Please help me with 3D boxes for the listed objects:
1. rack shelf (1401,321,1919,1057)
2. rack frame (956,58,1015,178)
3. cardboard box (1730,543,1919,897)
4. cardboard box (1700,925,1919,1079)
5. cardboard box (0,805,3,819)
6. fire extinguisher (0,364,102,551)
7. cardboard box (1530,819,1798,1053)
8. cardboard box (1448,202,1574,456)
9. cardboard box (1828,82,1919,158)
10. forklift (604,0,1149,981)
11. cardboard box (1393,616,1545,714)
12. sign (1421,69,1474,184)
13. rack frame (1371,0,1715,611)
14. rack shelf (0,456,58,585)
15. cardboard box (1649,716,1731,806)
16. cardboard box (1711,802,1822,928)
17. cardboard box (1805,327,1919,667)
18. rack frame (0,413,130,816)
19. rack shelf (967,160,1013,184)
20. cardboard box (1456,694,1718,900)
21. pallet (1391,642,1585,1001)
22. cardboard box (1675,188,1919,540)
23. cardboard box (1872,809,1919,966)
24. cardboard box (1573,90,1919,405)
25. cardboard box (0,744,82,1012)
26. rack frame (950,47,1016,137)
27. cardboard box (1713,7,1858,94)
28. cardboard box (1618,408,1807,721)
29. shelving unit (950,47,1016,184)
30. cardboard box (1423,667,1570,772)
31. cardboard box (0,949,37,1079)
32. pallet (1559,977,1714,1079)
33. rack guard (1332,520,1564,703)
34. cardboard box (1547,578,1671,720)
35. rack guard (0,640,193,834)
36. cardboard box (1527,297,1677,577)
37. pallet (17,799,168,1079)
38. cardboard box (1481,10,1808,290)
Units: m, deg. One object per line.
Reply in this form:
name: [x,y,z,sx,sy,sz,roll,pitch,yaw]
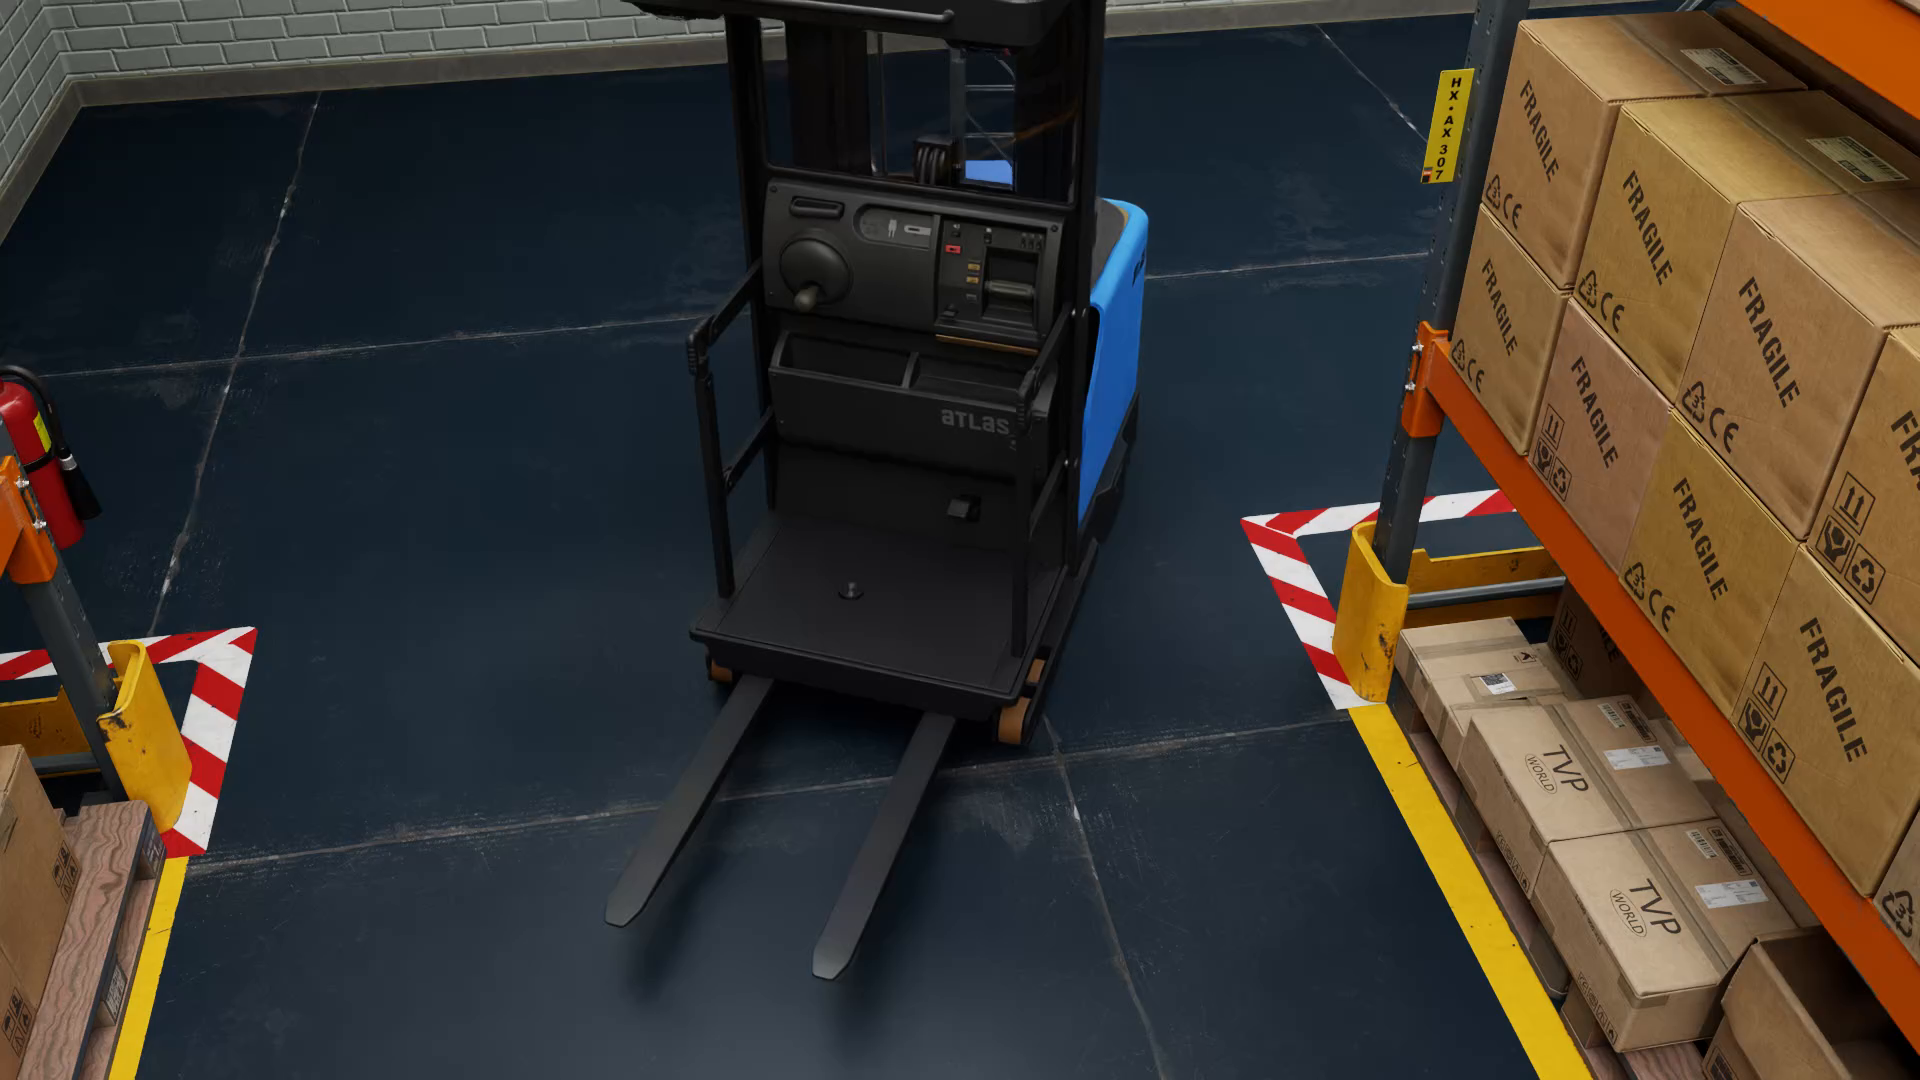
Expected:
rack shelf: [2.222,0.645,3.561,1.077,0.370,4.000,-6,38,-8]
rack frame: [0.234,-1.158,6.519,0.500,1.500,0.032,-1,38,-1]
cardboard box: [1.956,0.326,3.304,0.500,0.500,0.500,-6,38,-7]
cardboard box: [2.238,1.247,3.877,0.797,0.503,0.637,-6,38,-8]
cardboard box: [-2.582,0.723,4.041,0.380,0.149,0.250,-7,38,-8]
fire extinguisher: [-2.577,-0.275,4.526,0.296,0.674,0.183,-6,38,-8]
cardboard box: [1.863,1.028,4.365,0.500,0.250,0.500,-6,38,-8]
cardboard box: [1.690,-0.590,4.483,0.500,0.500,0.500,-5,38,-7]
cardboard box: [2.310,-0.737,3.858,0.500,0.500,0.500,-5,38,-7]
forklift: [-0.212,-0.766,4.847,1.130,2.935,3.031,11,39,13]
cardboard box: [1.606,0.395,5.262,0.380,0.149,0.250,-6,38,-8]
sign: [1.337,-1.131,4.555,0.100,0.325,0.005,-6,38,-8]
rack frame: [1.871,-0.847,4.896,1.000,3.000,0.127,-6,38,-8]
rack shelf: [-2.654,1.180,2.873,1.077,0.370,4.000,-6,38,-8]
cardboard box: [2.192,0.654,4.914,0.380,0.166,0.250,-6,38,-8]
cardboard box: [2.346,0.944,4.473,0.500,0.250,0.500,-6,38,-8]
cardboard box: [1.962,-0.061,2.987,0.500,0.500,0.500,-7,38,-8]
rack frame: [-3.005,-0.312,4.207,1.000,3.000,0.127,-6,38,-8]
rack shelf: [0.222,-1.328,7.030,0.538,0.185,1.000,-1,38,-1]
cardboard box: [1.775,0.726,4.753,0.500,0.250,0.500,-6,38,-8]
pallet: [2.025,0.781,5.072,1.003,0.211,1.213,-6,38,-8]
cardboard box: [1.872,-0.368,3.382,0.500,0.500,0.500,-6,38,-7]
cardboard box: [2.048,0.634,2.908,0.500,0.500,0.500,-5,38,-7]
cardboard box: [1.789,-0.670,3.771,0.500,0.500,0.500,-6,38,-7]
cardboard box: [-2.784,0.921,4.315,0.700,0.500,0.500,-6,38,-8]
rack frame: [0.209,-1.782,7.321,0.500,1.500,0.032,-1,38,-1]
cardboard box: [2.220,-1.042,4.250,0.500,0.500,0.500,-7,38,-8]
cardboard box: [1.870,0.024,3.692,0.500,0.500,0.500,-6,38,-8]
shelving unit: [0.222,-1.470,6.920,0.538,1.500,1.048,-1,38,-1]
cardboard box: [1.650,0.539,5.062,0.380,0.166,0.250,-6,38,-8]
cardboard box: [-2.696,1.223,3.926,0.700,0.500,0.500,-6,38,-8]
pallet: [2.236,1.517,4.126,1.003,0.211,1.213,-6,38,-8]
rack guard: [1.885,0.186,5.603,1.175,0.500,0.348,-6,38,-8]
cardboard box: [2.209,0.268,5.139,0.500,0.500,0.500,-6,38,-8]
rack guard: [-3.009,0.660,4.992,1.175,0.500,0.348,-6,38,-8]
cardboard box: [1.785,-0.279,4.083,0.500,0.500,0.500,-7,38,-8]
pallet: [-2.788,1.264,4.452,1.003,0.211,1.213,-6,38,-8]
cardboard box: [1.690,-0.985,4.177,0.500,0.500,0.500,-5,38,-7]
